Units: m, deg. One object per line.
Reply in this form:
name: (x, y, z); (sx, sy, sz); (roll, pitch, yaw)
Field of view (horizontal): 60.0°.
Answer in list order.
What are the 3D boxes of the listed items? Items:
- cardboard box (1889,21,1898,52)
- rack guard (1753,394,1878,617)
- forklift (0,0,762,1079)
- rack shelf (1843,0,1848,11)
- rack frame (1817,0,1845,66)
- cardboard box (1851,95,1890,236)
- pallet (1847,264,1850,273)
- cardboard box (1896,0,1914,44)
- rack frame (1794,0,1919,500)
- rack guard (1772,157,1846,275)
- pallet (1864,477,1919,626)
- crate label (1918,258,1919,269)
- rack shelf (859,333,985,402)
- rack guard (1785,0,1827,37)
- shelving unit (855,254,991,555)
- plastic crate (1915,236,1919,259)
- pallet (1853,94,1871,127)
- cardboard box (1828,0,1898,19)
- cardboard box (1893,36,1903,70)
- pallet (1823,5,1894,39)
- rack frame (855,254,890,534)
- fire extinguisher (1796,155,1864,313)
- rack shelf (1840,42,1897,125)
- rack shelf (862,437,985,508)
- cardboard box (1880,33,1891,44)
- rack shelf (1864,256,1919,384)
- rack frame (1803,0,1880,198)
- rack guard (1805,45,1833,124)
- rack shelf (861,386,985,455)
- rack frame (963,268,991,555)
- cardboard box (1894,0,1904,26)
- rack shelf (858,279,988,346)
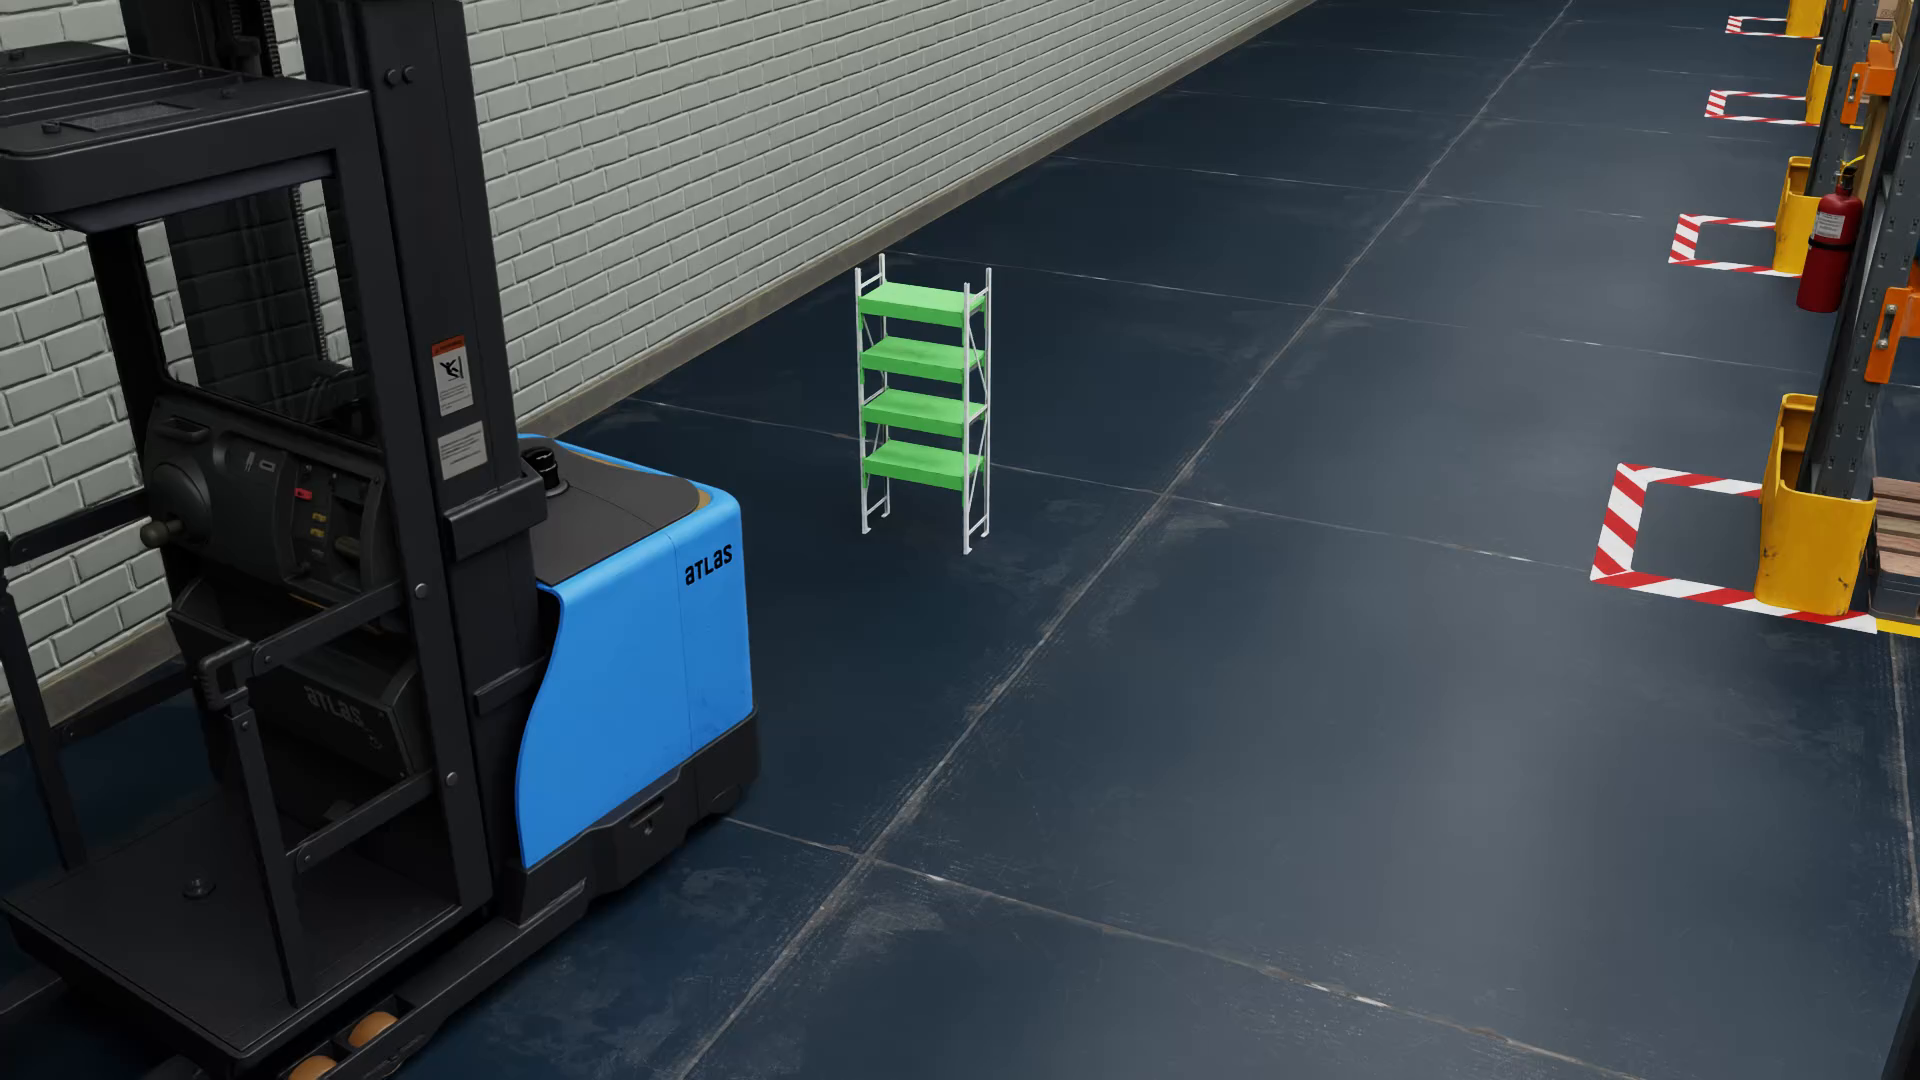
cardboard box: (6.151, -3.243, 10.726); (0.250, 0.149, 0.380); (12, 29, 23)
rack guard: (3.613, -0.175, 7.039); (0.348, 0.500, 1.175); (11, 28, 22)
forklift: (-1.893, -0.069, 4.072); (1.130, 2.935, 3.031); (16, 31, 30)
rack shelf: (9.656, -4.576, 13.963); (4.000, 0.370, 1.077); (11, 28, 22)
rack frame: (7.836, -5.265, 14.547); (0.127, 3.000, 1.000); (11, 28, 22)
cardboard box: (6.306, -2.439, 10.738); (0.875, 0.875, 0.875); (11, 28, 22)
pallet: (6.451, -1.923, 10.917); (1.213, 0.211, 1.003); (11, 28, 22)
cardboard box: (6.016, -3.159, 10.102); (0.500, 0.250, 0.500); (11, 28, 20)
rack frame: (3.640, -1.297, 6.489); (0.127, 3.000, 1.000); (11, 28, 22)
rack guard: (5.669, -2.172, 11.095); (0.348, 0.500, 1.175); (11, 28, 22)
pallet: (4.375, 0.120, 6.767); (1.213, 0.211, 1.003); (11, 28, 22)
crate label: (3.729, -1.071, 6.152); (0.303, 0.233, 0.416); (11, 28, 22)
rack shelf: (-0.151, -0.727, 6.969); (0.480, 0.148, 0.258); (11, 28, 22)
rack guard: (9.771, -6.156, 19.188); (0.348, 0.500, 1.175); (11, 28, 22)
shelving unit: (-0.151, -0.569, 7.046); (0.503, 1.200, 0.258); (11, 28, 22)
plastic crate: (4.023, -1.354, 6.496); (0.499, 0.435, 0.616); (11, 28, 22)
pallet: (8.630, -3.837, 14.804); (1.213, 0.211, 1.003); (11, 28, 22)
cardboard box: (10.435, -6.232, 18.937); (0.875, 0.438, 0.875); (10, 28, 20)
cardboard box: (5.877, -2.978, 10.188); (0.250, 0.149, 0.380); (12, 29, 22)
pallet: (10.553, -5.908, 19.010); (1.213, 0.211, 1.003); (11, 28, 22)
rack frame: (-0.373, -0.613, 7.137); (0.015, 1.200, 0.240); (11, 28, 22)
fire extinguisher: (3.691, -1.305, 7.015); (0.183, 0.674, 0.296); (11, 28, 22)
rack shelf: (7.511, -2.600, 9.950); (4.000, 0.370, 1.077); (11, 28, 22)
rack shelf: (-0.151, -0.296, 7.181); (0.480, 0.148, 0.258); (11, 28, 22)
cardboard box: (8.423, -4.446, 14.963); (0.250, 0.149, 0.380); (12, 29, 22)
rack shelf: (5.461, -0.609, 5.905); (4.000, 0.370, 1.077); (11, 28, 22)
rack frame: (5.691, -3.289, 10.534); (0.127, 3.000, 1.000); (11, 28, 22)
rack guard: (7.905, -4.129, 15.071); (0.348, 0.500, 1.175); (11, 28, 22)
rack shelf: (-0.151, -0.511, 7.075); (0.480, 0.148, 0.258); (11, 28, 22)
rack frame: (0.071, -0.524, 6.956); (0.015, 1.200, 0.240); (11, 28, 22)
cardboard box: (6.242, -3.373, 10.538); (0.500, 0.250, 0.500); (11, 28, 21)
rack shelf: (-0.151, -0.942, 6.863); (0.480, 0.148, 0.258); (11, 28, 22)
